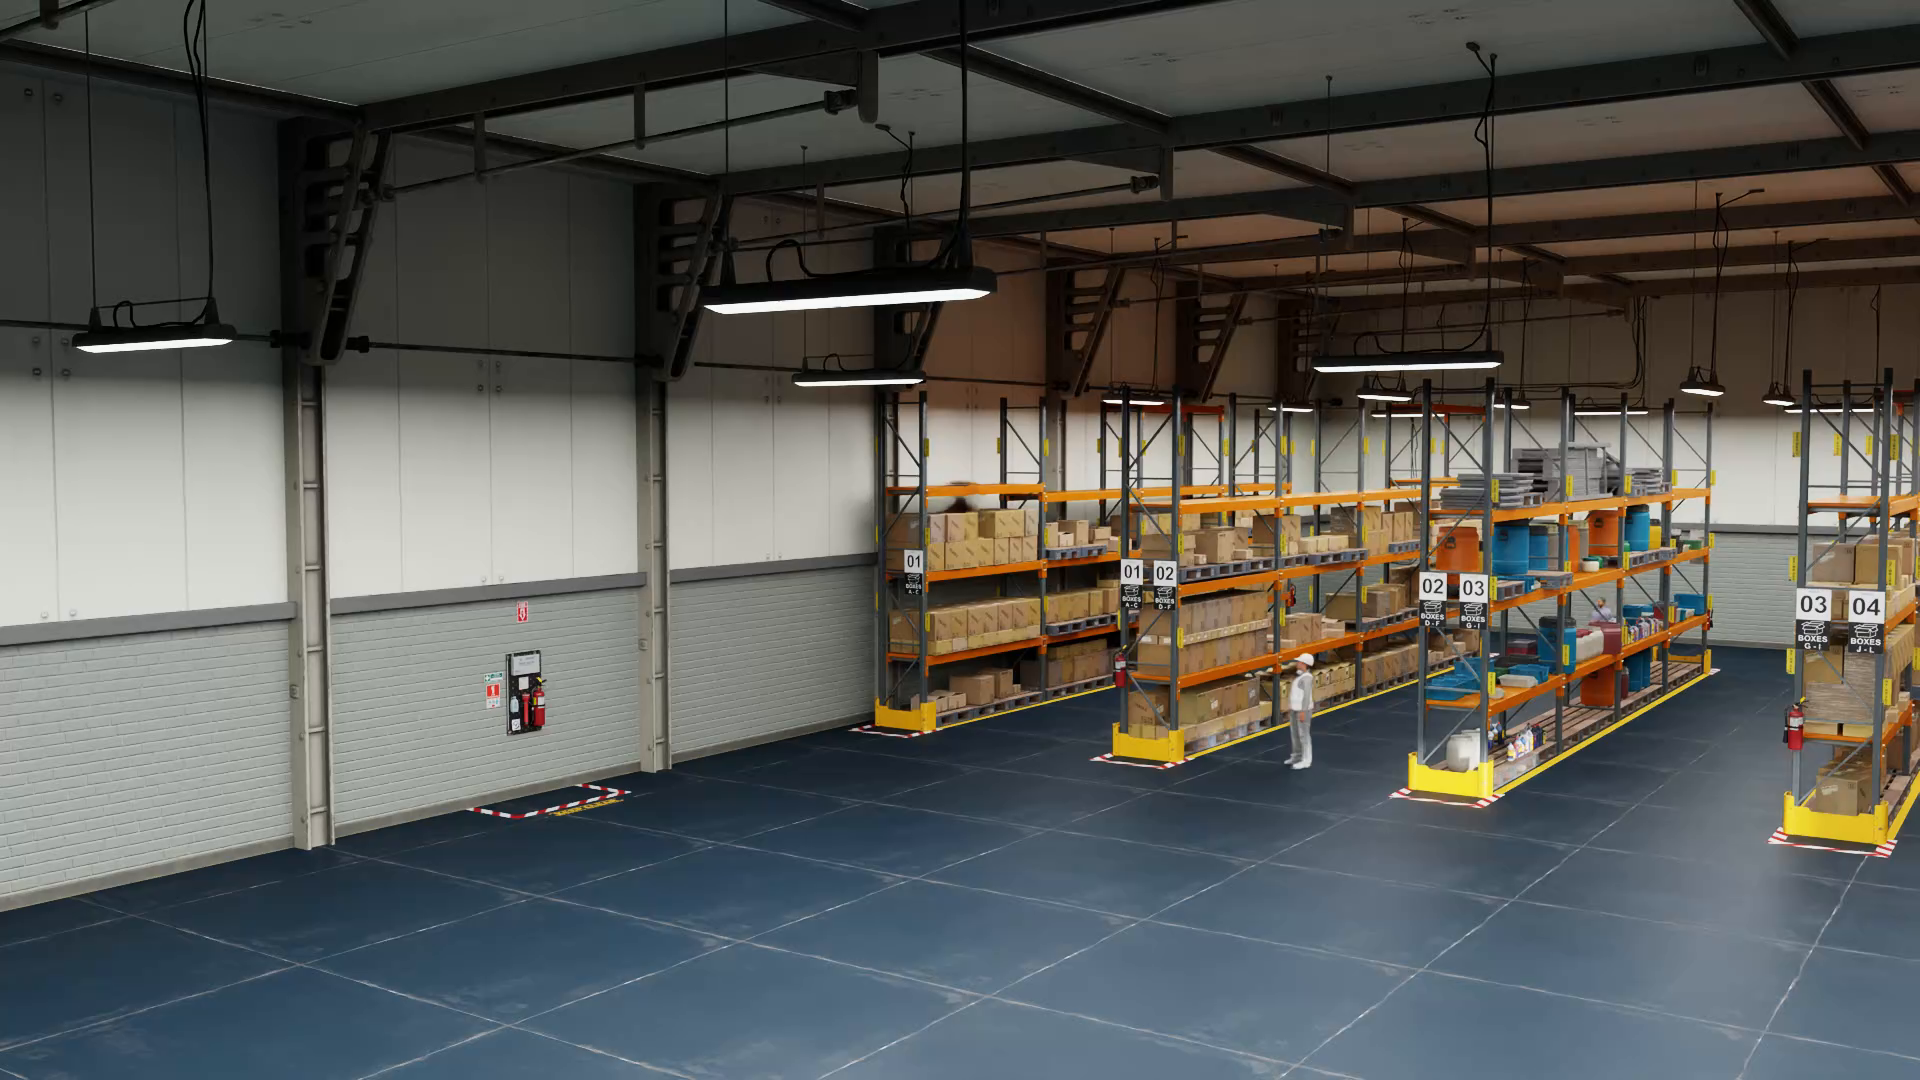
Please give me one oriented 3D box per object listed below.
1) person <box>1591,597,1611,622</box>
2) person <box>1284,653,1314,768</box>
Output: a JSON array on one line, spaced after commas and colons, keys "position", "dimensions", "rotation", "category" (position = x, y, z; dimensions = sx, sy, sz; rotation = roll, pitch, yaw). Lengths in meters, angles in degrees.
[{"position": [14.560, 2.089, 37.829], "dimensions": [0.771, 1.612, 0.528], "rotation": [-3, 4, -43], "category": "person"}, {"position": [5.342, 2.659, 26.096], "dimensions": [0.418, 1.776, 0.581], "rotation": [-1, 3, -17], "category": "person"}]
